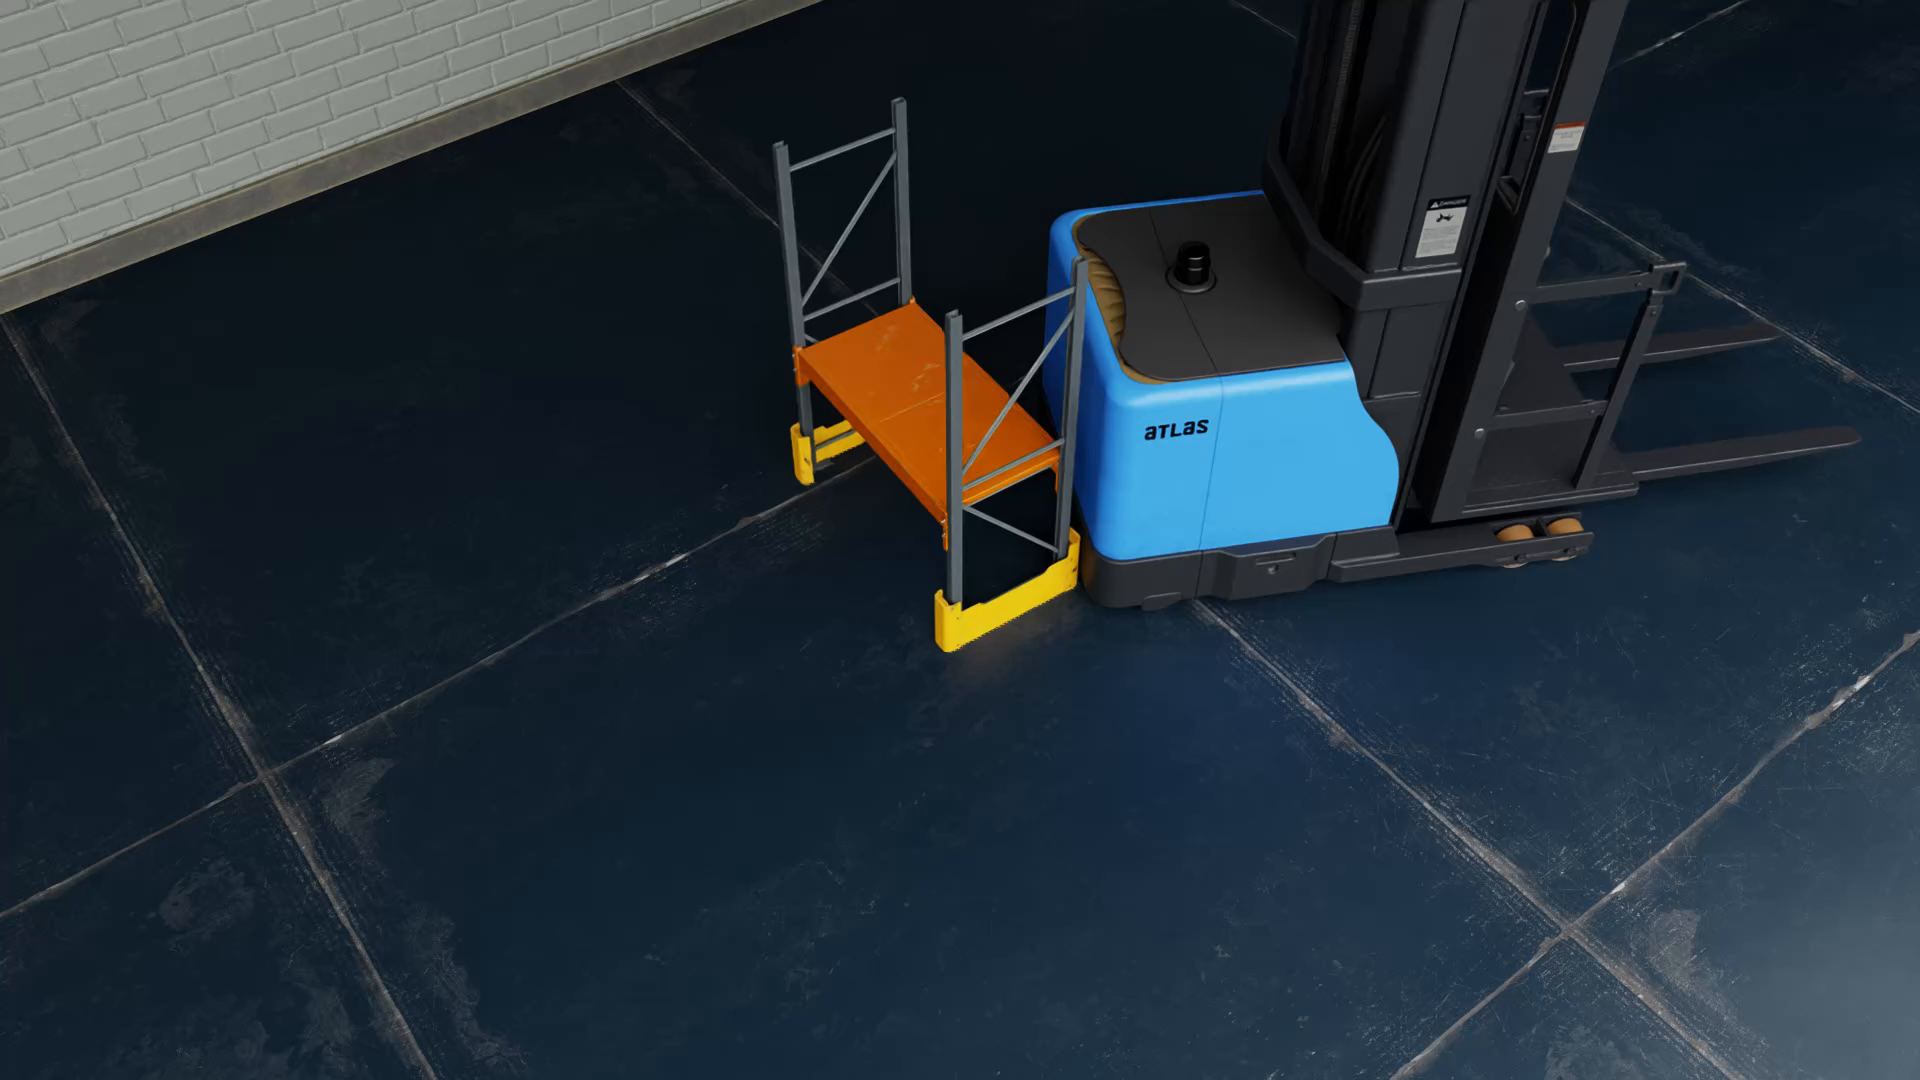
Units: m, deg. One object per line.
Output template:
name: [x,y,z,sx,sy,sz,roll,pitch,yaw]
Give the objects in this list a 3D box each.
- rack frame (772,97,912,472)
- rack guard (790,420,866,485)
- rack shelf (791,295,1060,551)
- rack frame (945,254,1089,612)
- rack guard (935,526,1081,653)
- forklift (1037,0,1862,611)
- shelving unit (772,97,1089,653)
rack frame: [-0.394,-0.870,6.027,0.500,1.500,0.032,-26,53,-22]
rack guard: [-0.384,-0.438,6.479,0.587,0.250,0.087,-26,53,-22]
rack shelf: [-0.111,-0.437,5.876,0.538,0.185,1.000,-26,53,-22]
rack frame: [0.172,-0.245,5.459,0.500,1.500,0.032,-26,53,-22]
rack guard: [0.171,0.174,5.923,0.587,0.250,0.087,-26,53,-22]
forklift: [1.869,-1.261,5.415,3.031,2.935,1.130,-8,48,-7]
shelving unit: [-0.106,-0.552,5.738,0.587,1.500,1.083,-26,53,-22]
